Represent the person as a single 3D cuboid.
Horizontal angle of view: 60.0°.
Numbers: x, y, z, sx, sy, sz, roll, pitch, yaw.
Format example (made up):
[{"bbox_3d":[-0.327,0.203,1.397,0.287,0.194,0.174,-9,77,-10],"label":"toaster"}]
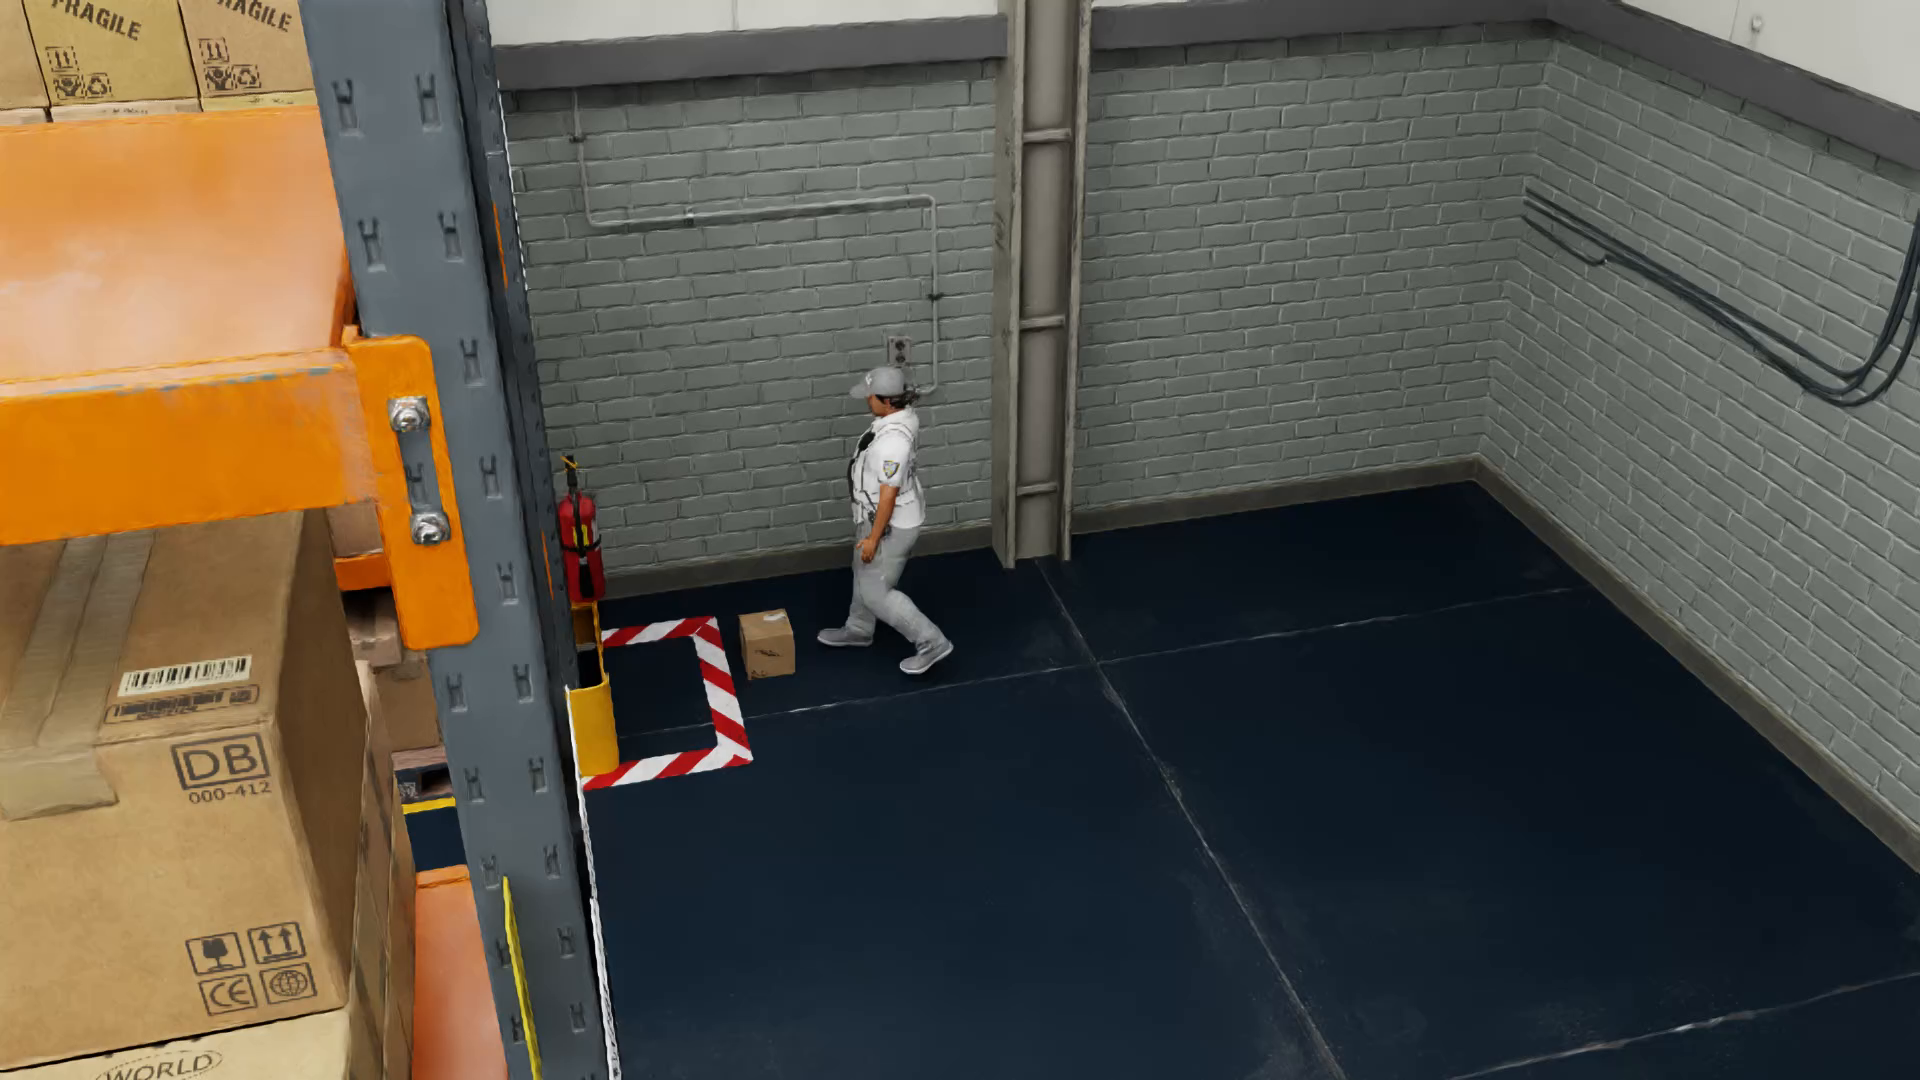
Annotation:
[{"bbox_3d":[-0.397,-0.108,8.386,0.736,1.649,0.506,1,30,1],"label":"person"}]
